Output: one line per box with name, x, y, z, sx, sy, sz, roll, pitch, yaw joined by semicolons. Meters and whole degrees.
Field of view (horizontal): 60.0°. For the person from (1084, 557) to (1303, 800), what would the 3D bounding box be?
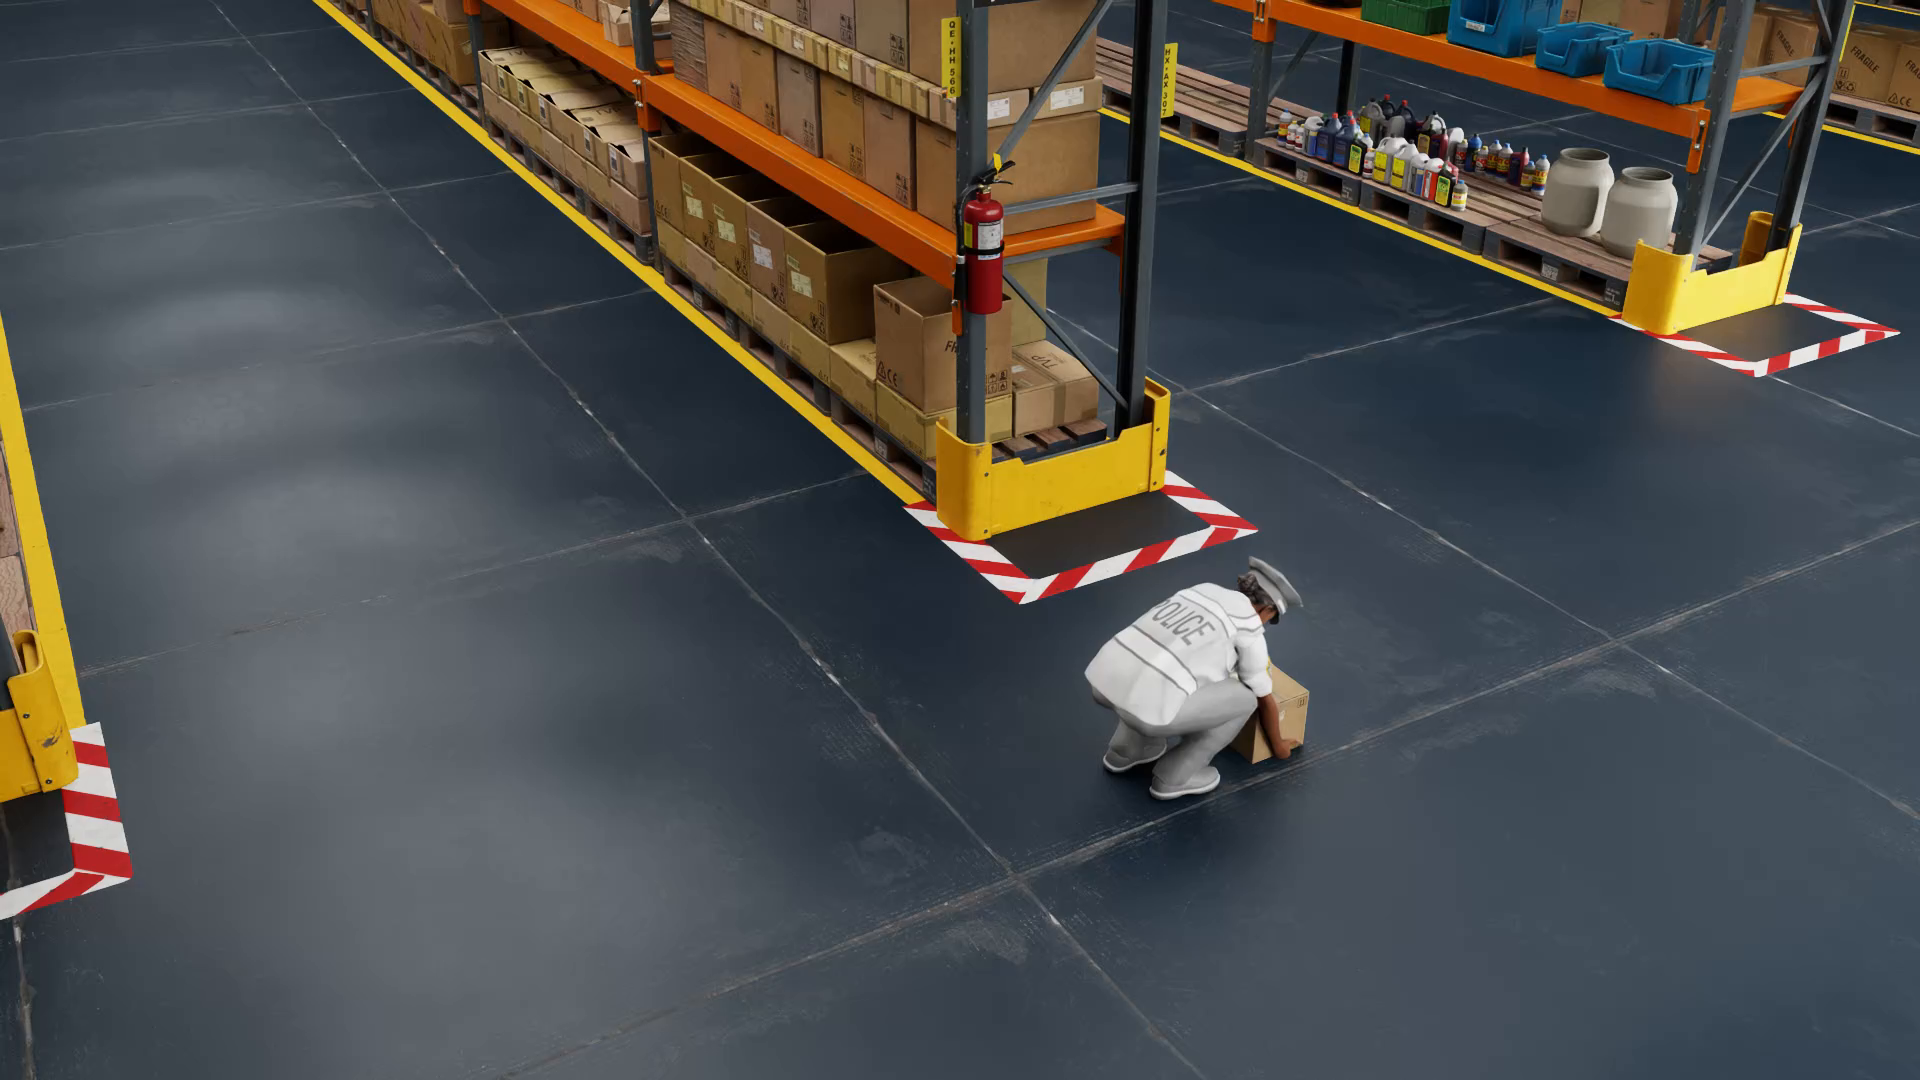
person;0.877;0.523;6.142;0.915;0.791;0.454;-17;33;-27
